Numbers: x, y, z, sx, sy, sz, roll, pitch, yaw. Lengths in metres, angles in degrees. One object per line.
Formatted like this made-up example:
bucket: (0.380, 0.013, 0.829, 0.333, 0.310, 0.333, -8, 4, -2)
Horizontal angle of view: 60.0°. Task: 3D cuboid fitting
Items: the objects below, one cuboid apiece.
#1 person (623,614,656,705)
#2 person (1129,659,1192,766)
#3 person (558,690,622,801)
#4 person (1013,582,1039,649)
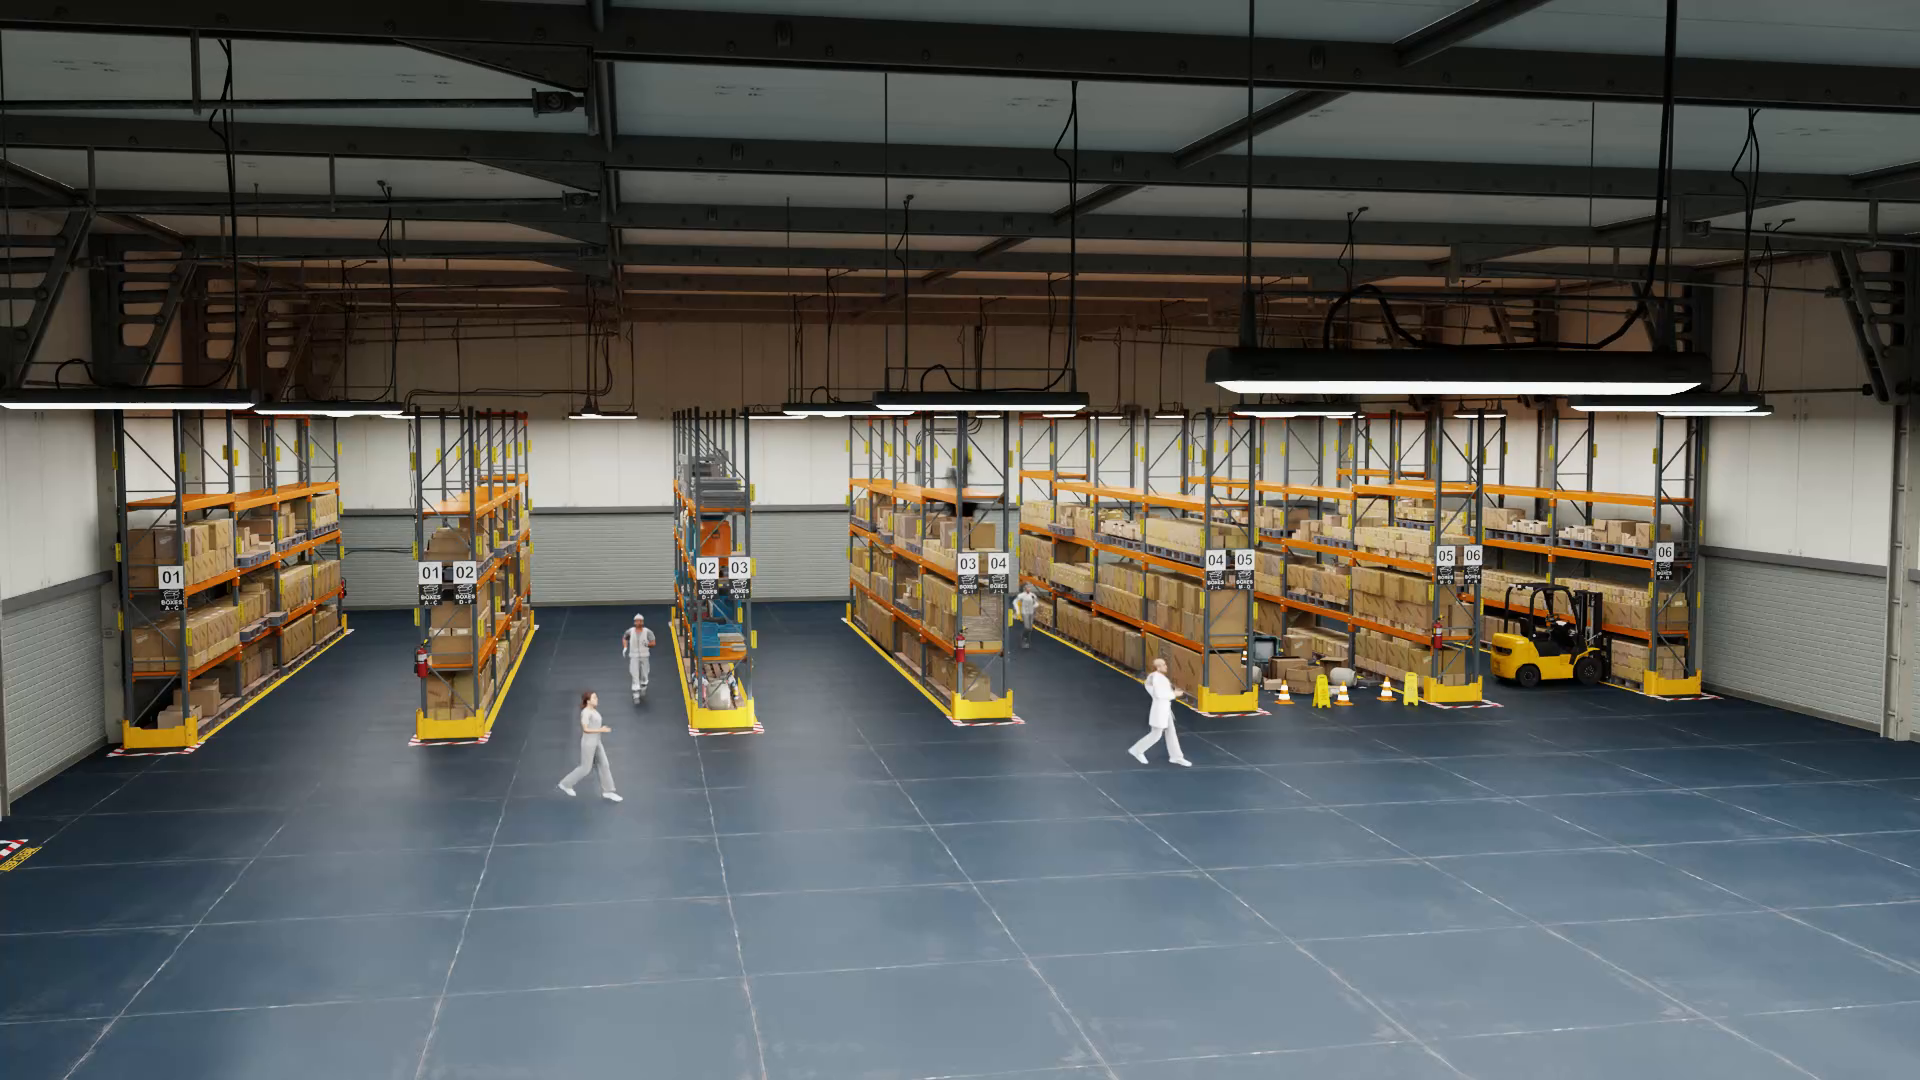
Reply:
person: (-6.515, 2.396, 33.781, 0.659, 1.774, 0.967, -1, 4, -12)
person: (3.313, 2.846, 27.483, 1.034, 1.784, 0.701, 1, 4, 13)
person: (-5.576, 3.097, 25.026, 0.956, 1.684, 0.566, 0, 4, 5)
person: (1.708, 1.894, 41.968, 0.582, 1.690, 0.658, -2, 4, -21)
